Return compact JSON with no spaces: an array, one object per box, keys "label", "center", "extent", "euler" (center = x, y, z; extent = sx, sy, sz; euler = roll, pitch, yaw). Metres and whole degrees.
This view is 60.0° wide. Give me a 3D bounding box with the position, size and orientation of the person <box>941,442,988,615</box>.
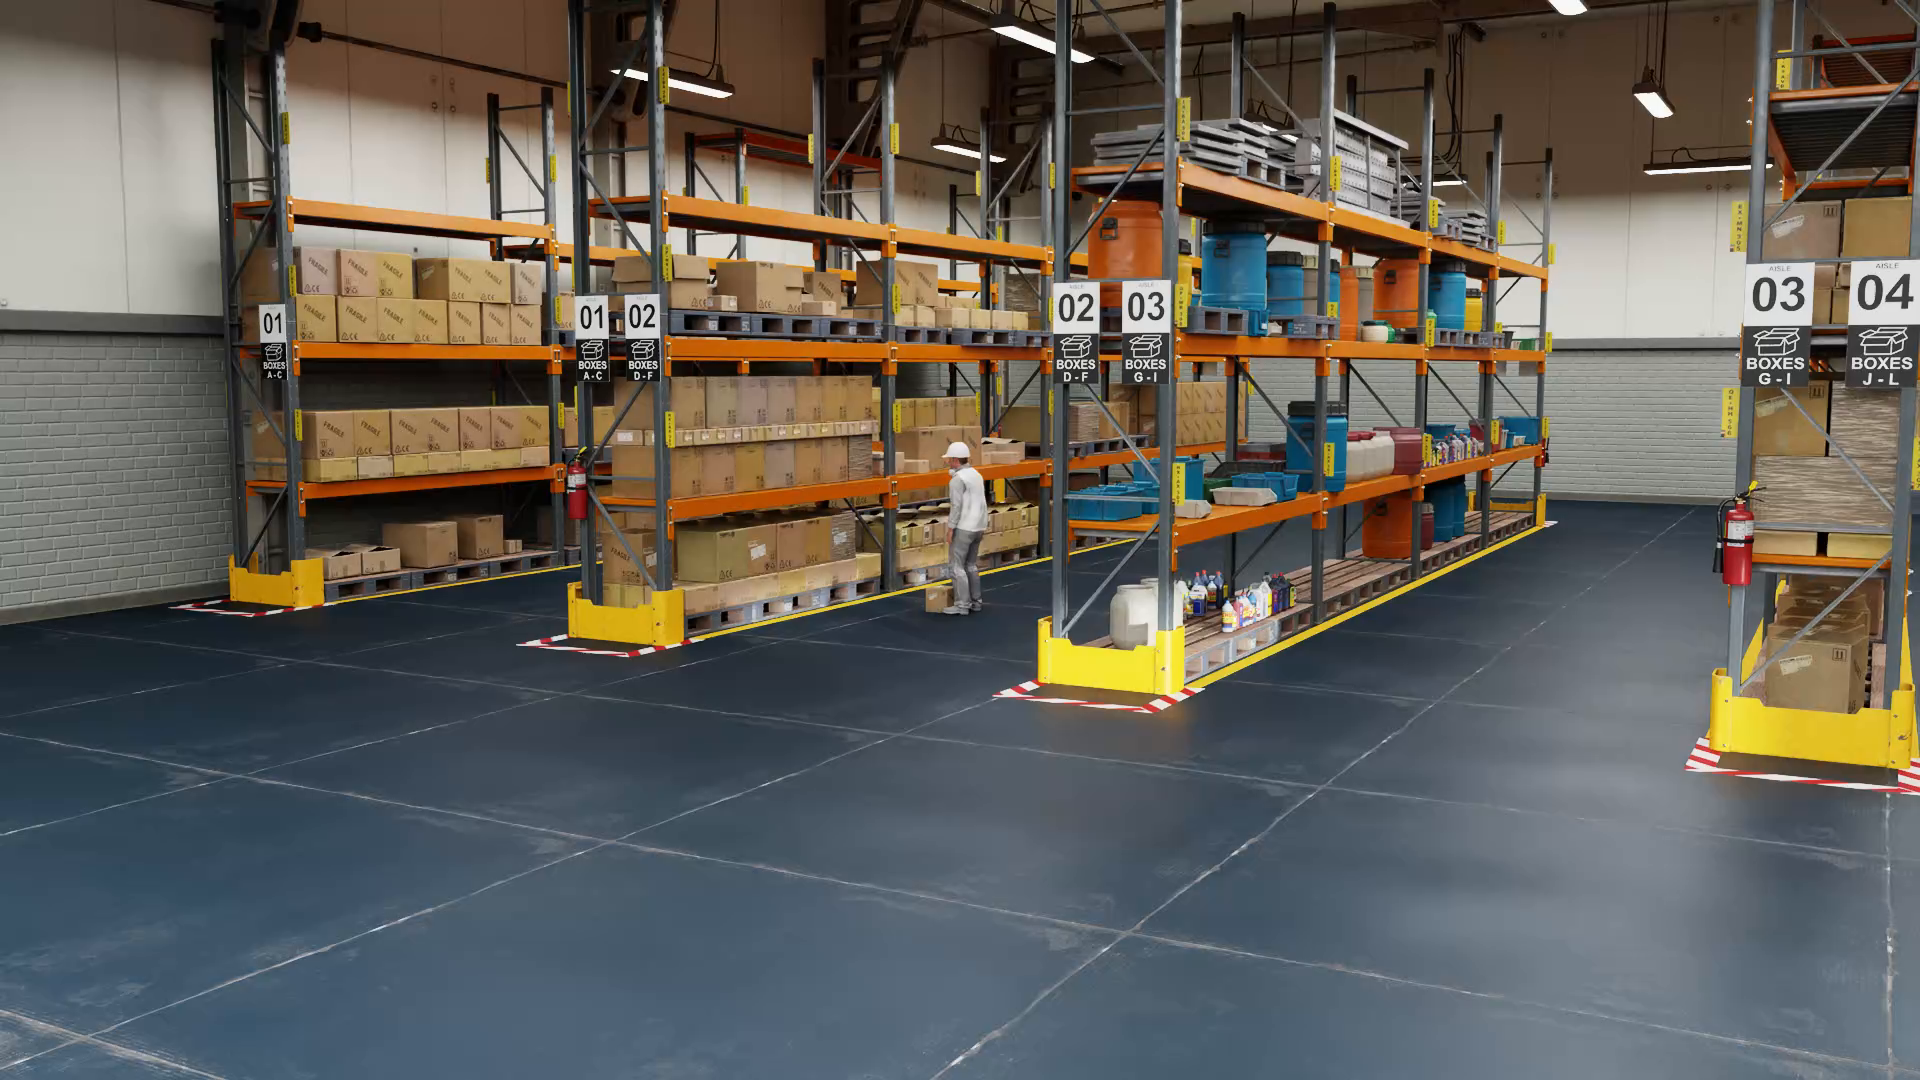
[{"label":"person","center":[0.045,-0.125,17.219],"extent":[0.462,1.768,0.580],"euler":[3,7,29]}]
